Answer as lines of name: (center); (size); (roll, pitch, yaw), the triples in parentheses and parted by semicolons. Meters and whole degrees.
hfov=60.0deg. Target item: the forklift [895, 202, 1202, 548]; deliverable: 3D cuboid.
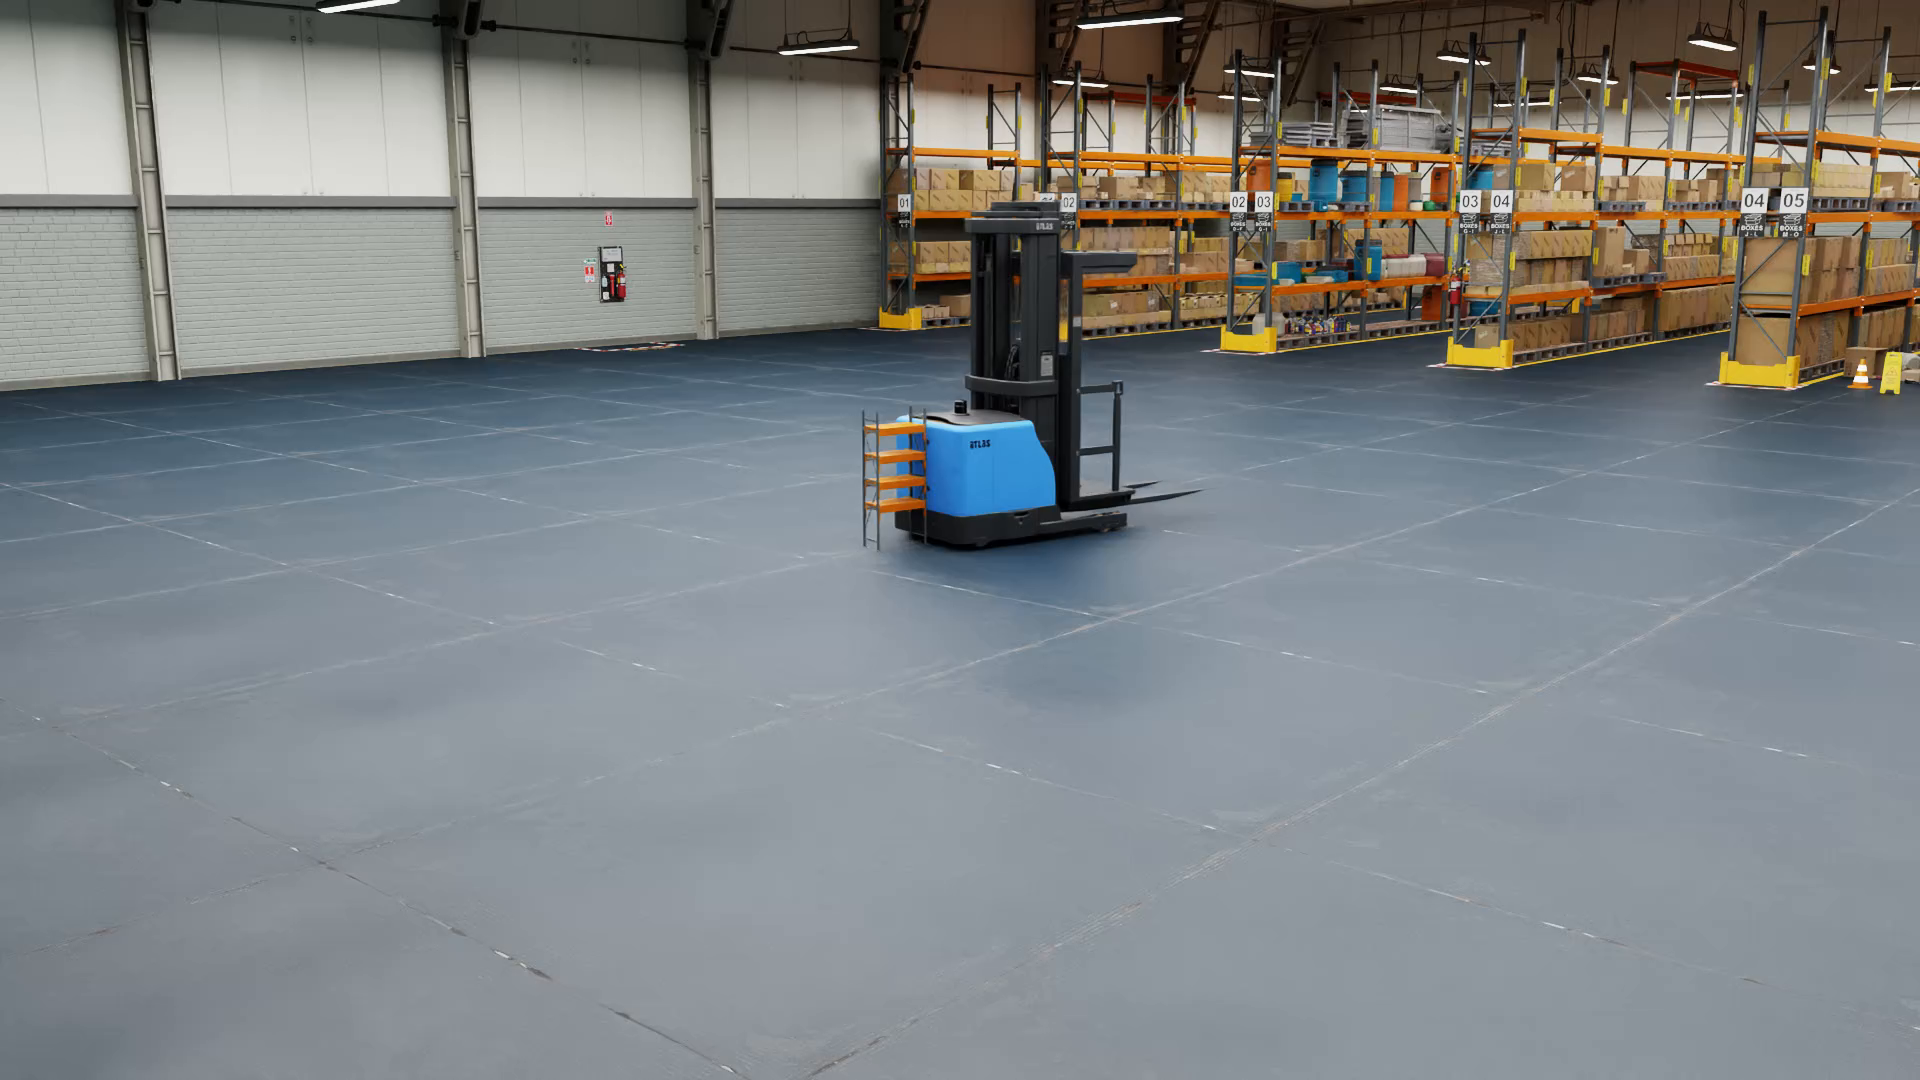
forklift: (0.909, -1.577, 15.124); (3.031, 2.935, 1.130); (-8, 14, -35)

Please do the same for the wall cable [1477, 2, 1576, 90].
wall cable: (17.408, -15.164, 51.080); (3.097, 2.526, 0.112); (10, 15, 40)

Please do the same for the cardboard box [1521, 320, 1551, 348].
cardboard box: (11.273, -4.055, 32.664); (0.500, 0.500, 0.500); (8, 14, 35)

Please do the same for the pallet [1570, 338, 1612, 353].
pallet: (12.803, -4.062, 34.512); (1.003, 0.211, 1.213); (10, 15, 40)

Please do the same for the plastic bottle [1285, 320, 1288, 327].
plastic bottle: (6.999, -4.608, 35.952); (0.152, 0.276, 0.135); (10, 15, 41)

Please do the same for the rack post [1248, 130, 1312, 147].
rack post: (6.524, -8.159, 33.860); (0.954, 0.300, 0.937); (-10, 15, -41)

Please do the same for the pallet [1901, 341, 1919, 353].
pallet: (19.107, -3.995, 34.174); (1.003, 0.211, 1.213); (10, 15, 40)

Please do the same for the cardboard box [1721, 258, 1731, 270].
cardboard box: (18.078, -6.600, 39.719); (0.500, 0.250, 0.500); (9, 15, 39)

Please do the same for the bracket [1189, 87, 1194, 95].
bracket: (6.762, -13.350, 49.388); (0.235, 0.232, 0.430); (10, 15, 40)

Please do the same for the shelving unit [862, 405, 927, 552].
shelving unit: (-0.562, -0.532, 14.310); (0.503, 1.200, 0.258); (-8, 14, -35)

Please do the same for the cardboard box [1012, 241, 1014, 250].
cardboard box: (1.048, -7.431, 42.675); (0.500, 0.500, 0.500); (10, 15, 40)

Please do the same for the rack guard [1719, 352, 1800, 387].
rack guard: (13.293, -2.841, 27.660); (1.175, 0.500, 0.348); (10, 15, 40)

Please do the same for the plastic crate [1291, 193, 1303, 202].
plastic crate: (6.962, -7.150, 35.231); (0.392, 0.384, 0.575); (10, 15, 40)

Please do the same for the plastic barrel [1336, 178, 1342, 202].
plastic barrel: (8.138, -7.649, 36.335); (0.421, 0.512, 0.421); (0, 11, 0)

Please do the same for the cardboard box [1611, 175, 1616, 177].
cardboard box: (13.763, -7.484, 35.332); (0.500, 0.500, 0.500); (9, 15, 39)

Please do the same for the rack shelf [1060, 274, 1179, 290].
rack shelf: (3.531, -5.949, 38.677); (1.077, 0.370, 4.000); (10, 15, 40)

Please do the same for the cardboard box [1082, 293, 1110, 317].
cardboard box: (3.061, -5.357, 37.909); (0.500, 0.500, 0.500); (10, 15, 40)

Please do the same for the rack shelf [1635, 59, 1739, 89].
rack shelf: (16.251, -10.417, 37.242); (1.077, 0.370, 4.000); (10, 15, 40)

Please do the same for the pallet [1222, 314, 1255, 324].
pallet: (6.919, -5.702, 42.718); (1.003, 0.211, 1.213); (10, 15, 40)

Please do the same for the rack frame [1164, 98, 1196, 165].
rack frame: (6.409, -11.355, 48.589); (1.000, 3.000, 0.127); (10, 15, 40)

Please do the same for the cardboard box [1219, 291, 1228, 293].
cardboard box: (6.925, -6.279, 43.004); (0.500, 0.311, 0.500); (10, 15, 42)

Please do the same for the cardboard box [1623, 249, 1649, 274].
cardboard box: (14.311, -5.979, 35.660); (0.500, 0.500, 0.700); (-9, 15, -39)

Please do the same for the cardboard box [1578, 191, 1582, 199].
cardboard box: (11.947, -6.747, 32.541); (0.380, 0.149, 0.250); (9, 14, 38)

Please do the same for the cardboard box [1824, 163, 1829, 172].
cardboard box: (14.103, -6.147, 27.447); (0.380, 0.149, 0.250); (10, 15, 40)

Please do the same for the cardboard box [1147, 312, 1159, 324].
cardboard box: (4.372, -5.285, 39.463); (0.500, 0.250, 0.500); (10, 15, 40)

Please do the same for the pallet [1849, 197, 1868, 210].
pallet: (15.401, -5.967, 29.498); (1.003, 0.211, 1.213); (10, 15, 40)

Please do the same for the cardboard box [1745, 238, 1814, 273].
cardboard box: (13.583, -4.723, 27.561); (0.875, 0.550, 0.550); (10, 15, 40)

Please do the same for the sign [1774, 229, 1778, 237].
sign: (20.610, -7.692, 42.006); (0.100, 0.325, 0.005); (10, 15, 40)

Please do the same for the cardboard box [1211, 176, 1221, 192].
cardboard box: (7.424, -10.579, 49.499); (0.500, 0.500, 0.500); (9, 15, 39)

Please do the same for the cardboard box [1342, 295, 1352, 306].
cardboard box: (10.572, -6.705, 46.362); (0.500, 0.311, 0.500); (10, 15, 40)

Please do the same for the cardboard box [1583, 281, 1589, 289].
cardboard box: (12.369, -5.122, 33.340); (0.380, 0.149, 0.250); (10, 15, 40)

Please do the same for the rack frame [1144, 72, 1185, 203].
rack frame: (4.851, -9.538, 39.492); (1.000, 3.000, 0.127); (10, 15, 40)

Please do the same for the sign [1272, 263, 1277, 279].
sign: (6.340, -5.431, 33.538); (0.100, 0.325, 0.005); (10, 15, 40)

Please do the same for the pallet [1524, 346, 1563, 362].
pallet: (11.068, -3.664, 32.517); (1.003, 0.211, 1.213); (10, 15, 40)

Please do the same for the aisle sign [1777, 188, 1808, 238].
aisle sign: (13.487, -5.296, 26.932); (0.394, 0.787, 0.004); (10, 15, 40)

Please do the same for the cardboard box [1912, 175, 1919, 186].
cardboard box: (19.404, -7.243, 33.447); (0.396, 0.266, 0.258); (10, 15, 40)

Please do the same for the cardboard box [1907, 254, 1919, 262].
cardboard box: (19.216, -5.705, 33.666); (0.380, 0.149, 0.250); (9, 15, 39)

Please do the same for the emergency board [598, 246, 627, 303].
emergency board: (-7.321, -5.621, 35.197); (0.194, 1.169, 0.643); (10, 15, 40)

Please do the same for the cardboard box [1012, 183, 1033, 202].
cardboard box: (1.549, -9.032, 43.290); (0.500, 0.500, 0.500); (-9, 15, -39)

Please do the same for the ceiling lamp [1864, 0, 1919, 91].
ceiling lamp: (23.888, -12.952, 41.680); (2.000, 3.185, 0.800); (10, 15, 40)

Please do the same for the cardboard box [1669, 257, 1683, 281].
cardboard box: (15.794, -6.065, 37.164); (0.500, 0.500, 0.500); (9, 15, 39)

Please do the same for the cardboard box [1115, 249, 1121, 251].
cardboard box: (3.480, -6.595, 38.160); (0.380, 0.149, 0.250); (10, 15, 40)

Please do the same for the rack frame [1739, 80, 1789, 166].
rack frame: (20.211, -10.023, 41.916); (1.000, 3.000, 0.127); (10, 15, 40)

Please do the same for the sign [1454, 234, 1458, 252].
sign: (9.246, -5.524, 30.948); (0.100, 0.325, 0.005); (10, 15, 40)

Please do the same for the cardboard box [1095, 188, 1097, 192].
cardboard box: (2.773, -7.884, 37.818); (0.500, 0.250, 0.500); (10, 15, 40)

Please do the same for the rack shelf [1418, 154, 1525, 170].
rack shelf: (12.530, -9.231, 40.812); (1.077, 0.370, 4.000); (10, 15, 40)

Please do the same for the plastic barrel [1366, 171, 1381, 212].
plastic barrel: (9.174, -7.871, 37.525); (0.600, 0.901, 0.600); (0, 11, 0)

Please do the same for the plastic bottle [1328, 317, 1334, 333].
plastic bottle: (8.021, -4.665, 36.047); (0.144, 0.351, 0.185); (10, 15, 40)

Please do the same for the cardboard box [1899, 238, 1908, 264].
cardboard box: (18.286, -5.722, 32.894); (0.700, 0.500, 0.500); (10, 15, 40)

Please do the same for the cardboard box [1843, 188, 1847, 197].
cardboard box: (14.942, -5.942, 28.459); (0.380, 0.149, 0.250); (10, 15, 40)

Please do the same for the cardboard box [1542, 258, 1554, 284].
cardboard box: (10.975, -5.228, 32.213); (0.875, 0.500, 0.500); (10, 15, 40)

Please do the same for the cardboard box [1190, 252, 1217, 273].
cardboard box: (6.049, -6.908, 41.382); (0.500, 0.500, 0.500); (10, 15, 40)

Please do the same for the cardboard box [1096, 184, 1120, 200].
cardboard box: (4.039, -9.638, 46.271); (0.700, 0.500, 0.500); (8, 14, 36)
